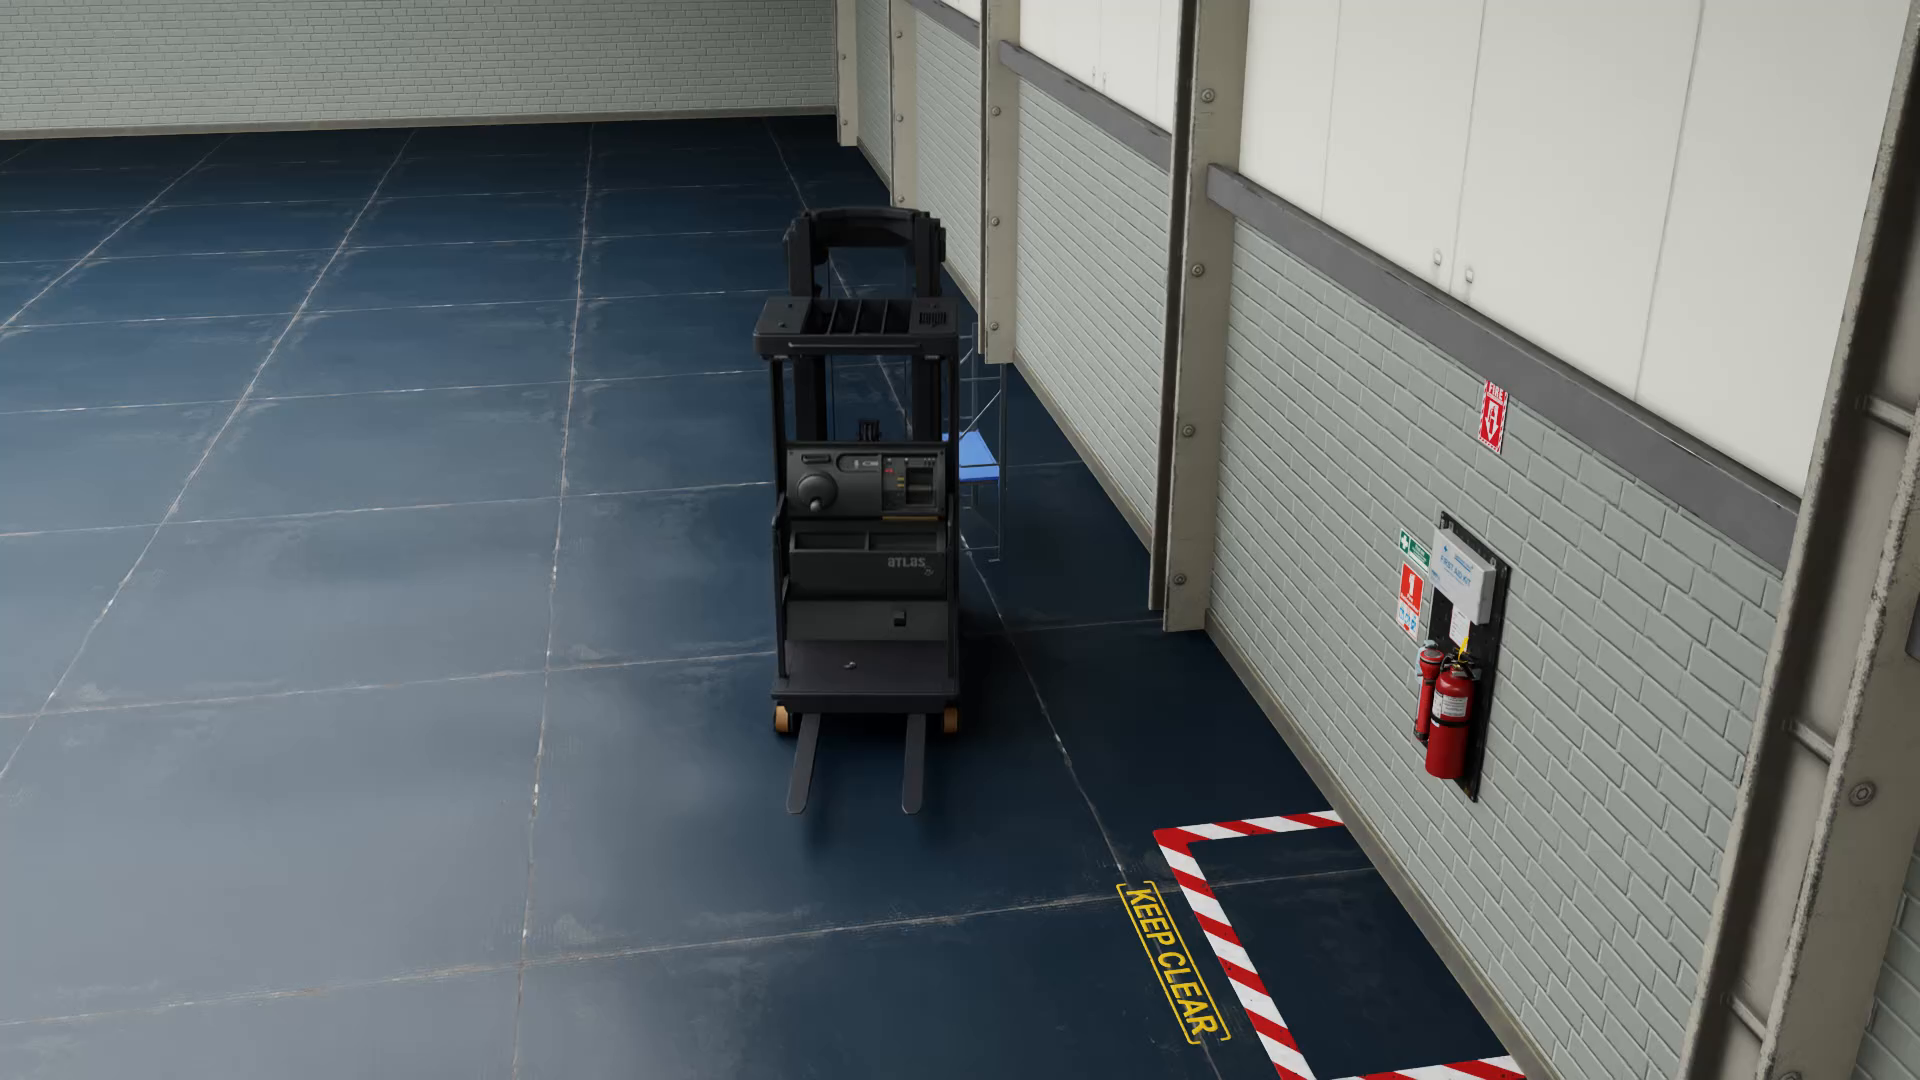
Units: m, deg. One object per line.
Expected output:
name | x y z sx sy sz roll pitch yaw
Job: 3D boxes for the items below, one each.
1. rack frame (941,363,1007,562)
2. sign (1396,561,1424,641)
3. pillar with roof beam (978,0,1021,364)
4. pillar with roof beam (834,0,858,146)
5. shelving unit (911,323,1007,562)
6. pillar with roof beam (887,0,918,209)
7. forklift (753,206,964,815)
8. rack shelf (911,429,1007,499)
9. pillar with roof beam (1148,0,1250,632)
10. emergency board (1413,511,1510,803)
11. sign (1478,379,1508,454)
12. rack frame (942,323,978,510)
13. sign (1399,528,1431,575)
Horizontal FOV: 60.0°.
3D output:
rack frame | 0.078 -0.521 11.811 0.500 1.500 0.032 -4 24 -10
sign | 2.171 0.294 8.026 0.001 0.329 0.234 -4 24 -10
pillar with roof beam | -3.858 -5.640 14.163 9.100 9.000 0.400 -4 24 -10
pillar with roof beam | -6.077 -10.360 24.970 9.100 9.000 0.400 -4 24 -10
shelving unit | -0.016 -0.721 12.269 0.538 1.500 1.048 -4 24 -10
pillar with roof beam | -4.968 -8.000 19.567 9.100 9.000 0.400 -4 24 -10
forklift | -0.547 -0.318 9.559 1.130 2.935 3.031 0 24 0
rack shelf | -0.016 -0.556 12.341 0.538 0.185 1.000 -4 24 -10
pillar with roof beam | -2.749 -3.280 8.759 9.100 9.000 0.400 -4 24 -10
emergency board | 2.172 0.536 7.518 0.194 1.169 0.643 -4 24 -10
sign | 2.268 -0.537 7.078 0.001 0.298 0.199 -4 24 -10
rack frame | -0.110 -0.921 12.727 0.500 1.500 0.032 -4 24 -10
sign | 2.163 0.054 7.915 0.001 0.109 0.331 -4 24 -10
